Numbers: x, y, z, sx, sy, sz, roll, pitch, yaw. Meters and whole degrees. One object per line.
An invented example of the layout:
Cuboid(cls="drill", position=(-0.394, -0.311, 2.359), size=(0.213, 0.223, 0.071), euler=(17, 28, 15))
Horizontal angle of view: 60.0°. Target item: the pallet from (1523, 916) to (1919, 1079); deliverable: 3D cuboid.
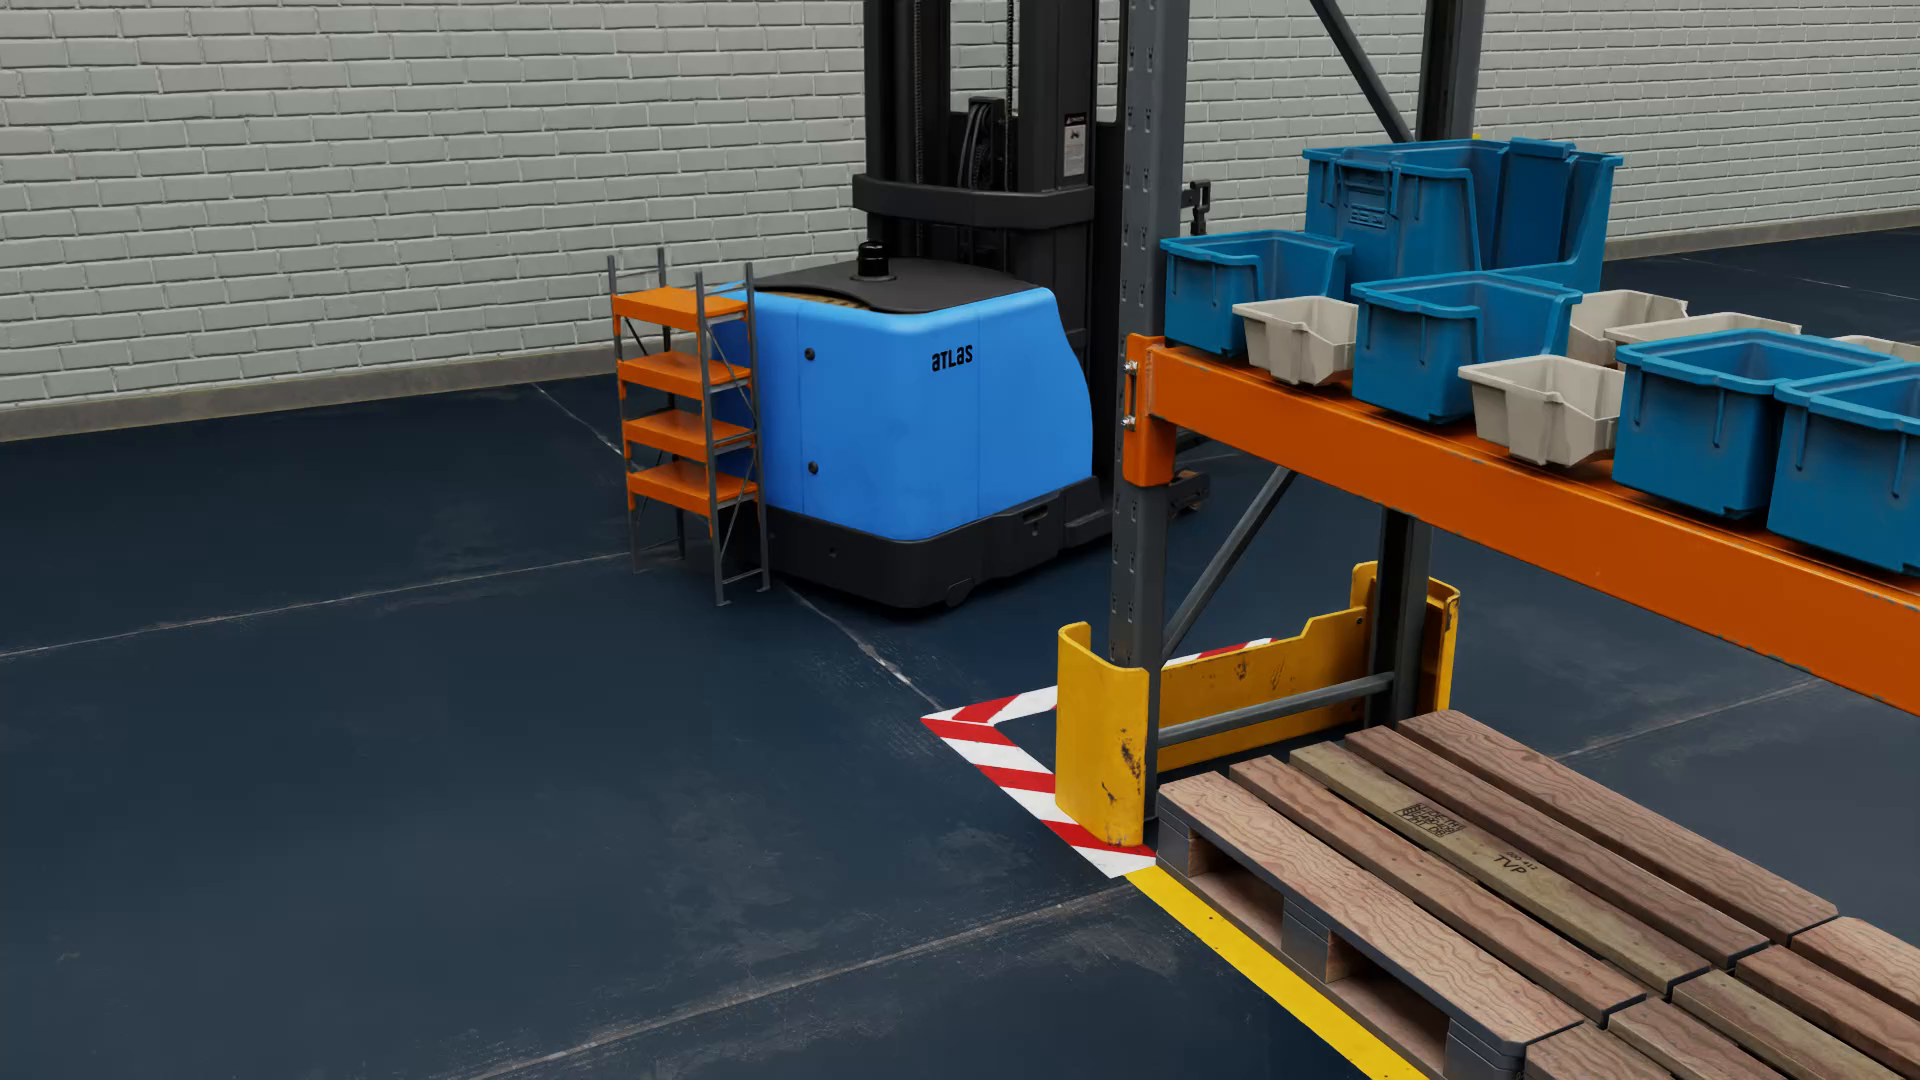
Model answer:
Cuboid(cls="pallet", position=(1.789, 1.165, 2.933), size=(1.003, 0.211, 1.213), euler=(-10, 21, -27))

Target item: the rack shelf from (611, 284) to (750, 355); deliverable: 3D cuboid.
Cuboid(cls="rack shelf", position=(-0.974, -0.780, 5.842), size=(0.480, 0.148, 0.258), euler=(17, 26, 40))

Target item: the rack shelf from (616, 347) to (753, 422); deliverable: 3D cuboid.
Cuboid(cls="rack shelf", position=(-0.972, -0.558, 5.922), size=(0.480, 0.148, 0.258), euler=(17, 26, 40))

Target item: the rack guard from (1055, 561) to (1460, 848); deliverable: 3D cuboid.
Cuboid(cls="rack guard", position=(0.833, 0.431, 4.617), size=(1.175, 0.500, 0.348), euler=(-10, 21, -27))

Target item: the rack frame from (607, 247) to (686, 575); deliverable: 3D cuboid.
Cuboid(cls="rack frame", position=(-1.150, -0.464, 6.130), size=(0.015, 1.200, 0.240), euler=(17, 26, 40))

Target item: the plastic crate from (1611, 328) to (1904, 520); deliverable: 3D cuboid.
Cuboid(cls="plastic crate", position=(1.308, -0.196, 2.764), size=(0.416, 0.233, 0.300), euler=(-10, 21, -27))

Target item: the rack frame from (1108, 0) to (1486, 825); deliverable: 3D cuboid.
Cuboid(cls="rack frame", position=(0.856, -0.746, 4.195), size=(1.000, 3.000, 0.127), euler=(-10, 21, -27))

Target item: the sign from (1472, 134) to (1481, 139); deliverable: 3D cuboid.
Cuboid(cls="sign", position=(1.332, -0.913, 4.429), size=(0.100, 0.325, 0.005), euler=(-10, 21, -27))

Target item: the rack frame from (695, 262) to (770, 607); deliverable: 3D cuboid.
Cuboid(cls="rack frame", position=(-0.790, -0.357, 5.818), size=(0.015, 1.200, 0.240), euler=(17, 26, 40))

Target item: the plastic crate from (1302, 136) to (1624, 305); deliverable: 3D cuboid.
Cuboid(cls="plastic crate", position=(1.179, -0.724, 3.985), size=(0.616, 0.435, 0.499), euler=(-10, 21, -27))

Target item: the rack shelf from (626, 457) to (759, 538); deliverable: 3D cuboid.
Cuboid(cls="rack shelf", position=(-0.967, -0.160, 6.064), size=(0.480, 0.148, 0.258), euler=(17, 26, 40))

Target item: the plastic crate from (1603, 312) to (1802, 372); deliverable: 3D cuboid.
Cuboid(cls="plastic crate", position=(1.527, -0.358, 3.384), size=(0.396, 0.136, 0.243), euler=(-10, 21, -27))

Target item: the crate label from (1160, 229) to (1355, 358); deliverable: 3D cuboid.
Cuboid(cls="crate label", position=(0.683, -0.574, 3.860), size=(0.416, 0.233, 0.303), euler=(-10, 21, -27))

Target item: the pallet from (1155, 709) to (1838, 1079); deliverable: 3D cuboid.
Cuboid(cls="pallet", position=(1.213, 0.815, 3.947), size=(1.003, 0.211, 1.213), euler=(-10, 21, -27))

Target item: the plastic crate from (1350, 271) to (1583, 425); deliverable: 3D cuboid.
Cuboid(cls="plastic crate", position=(0.996, -0.385, 3.312), size=(0.416, 0.233, 0.300), euler=(-10, 21, -27))

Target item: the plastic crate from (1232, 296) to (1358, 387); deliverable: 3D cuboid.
Cuboid(cls="plastic crate", position=(0.763, -0.423, 3.571), size=(0.250, 0.136, 0.298), euler=(-10, 21, -27))

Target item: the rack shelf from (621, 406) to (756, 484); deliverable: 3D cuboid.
Cuboid(cls="rack shelf", position=(-0.969, -0.347, 5.997), size=(0.480, 0.148, 0.258), euler=(17, 26, 40))

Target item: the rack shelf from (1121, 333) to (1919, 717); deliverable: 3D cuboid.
Cuboid(cls="rack shelf", position=(1.805, 0.168, 2.649), size=(1.077, 0.370, 4.000), euler=(-10, 21, -27))

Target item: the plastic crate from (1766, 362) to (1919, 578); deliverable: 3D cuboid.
Cuboid(cls="plastic crate", position=(1.451, -0.109, 2.515), size=(0.416, 0.233, 0.300), euler=(-10, 21, -27))

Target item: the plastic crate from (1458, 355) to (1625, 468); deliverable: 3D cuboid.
Cuboid(cls="plastic crate", position=(1.085, -0.228, 3.007), size=(0.250, 0.136, 0.298), euler=(-10, 21, -27))

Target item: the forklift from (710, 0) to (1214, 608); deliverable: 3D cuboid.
Cuboid(cls="forklift", position=(0.403, -1.557, 6.649), size=(1.130, 2.935, 3.031), euler=(15, 24, 37))

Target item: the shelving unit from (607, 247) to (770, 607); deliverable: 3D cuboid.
Cuboid(cls="shelving unit", position=(-0.970, -0.410, 5.974), size=(0.503, 1.200, 0.258), euler=(17, 26, 40))

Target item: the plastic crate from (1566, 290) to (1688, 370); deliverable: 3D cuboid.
Cuboid(cls="plastic crate", position=(1.402, -0.444, 3.631), size=(0.396, 0.136, 0.243), euler=(-10, 21, -27))

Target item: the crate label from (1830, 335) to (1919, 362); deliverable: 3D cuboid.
Cuboid(cls="crate label", position=(1.681, -0.282, 3.163), size=(0.396, 0.136, 0.243), euler=(-10, 21, -27))
